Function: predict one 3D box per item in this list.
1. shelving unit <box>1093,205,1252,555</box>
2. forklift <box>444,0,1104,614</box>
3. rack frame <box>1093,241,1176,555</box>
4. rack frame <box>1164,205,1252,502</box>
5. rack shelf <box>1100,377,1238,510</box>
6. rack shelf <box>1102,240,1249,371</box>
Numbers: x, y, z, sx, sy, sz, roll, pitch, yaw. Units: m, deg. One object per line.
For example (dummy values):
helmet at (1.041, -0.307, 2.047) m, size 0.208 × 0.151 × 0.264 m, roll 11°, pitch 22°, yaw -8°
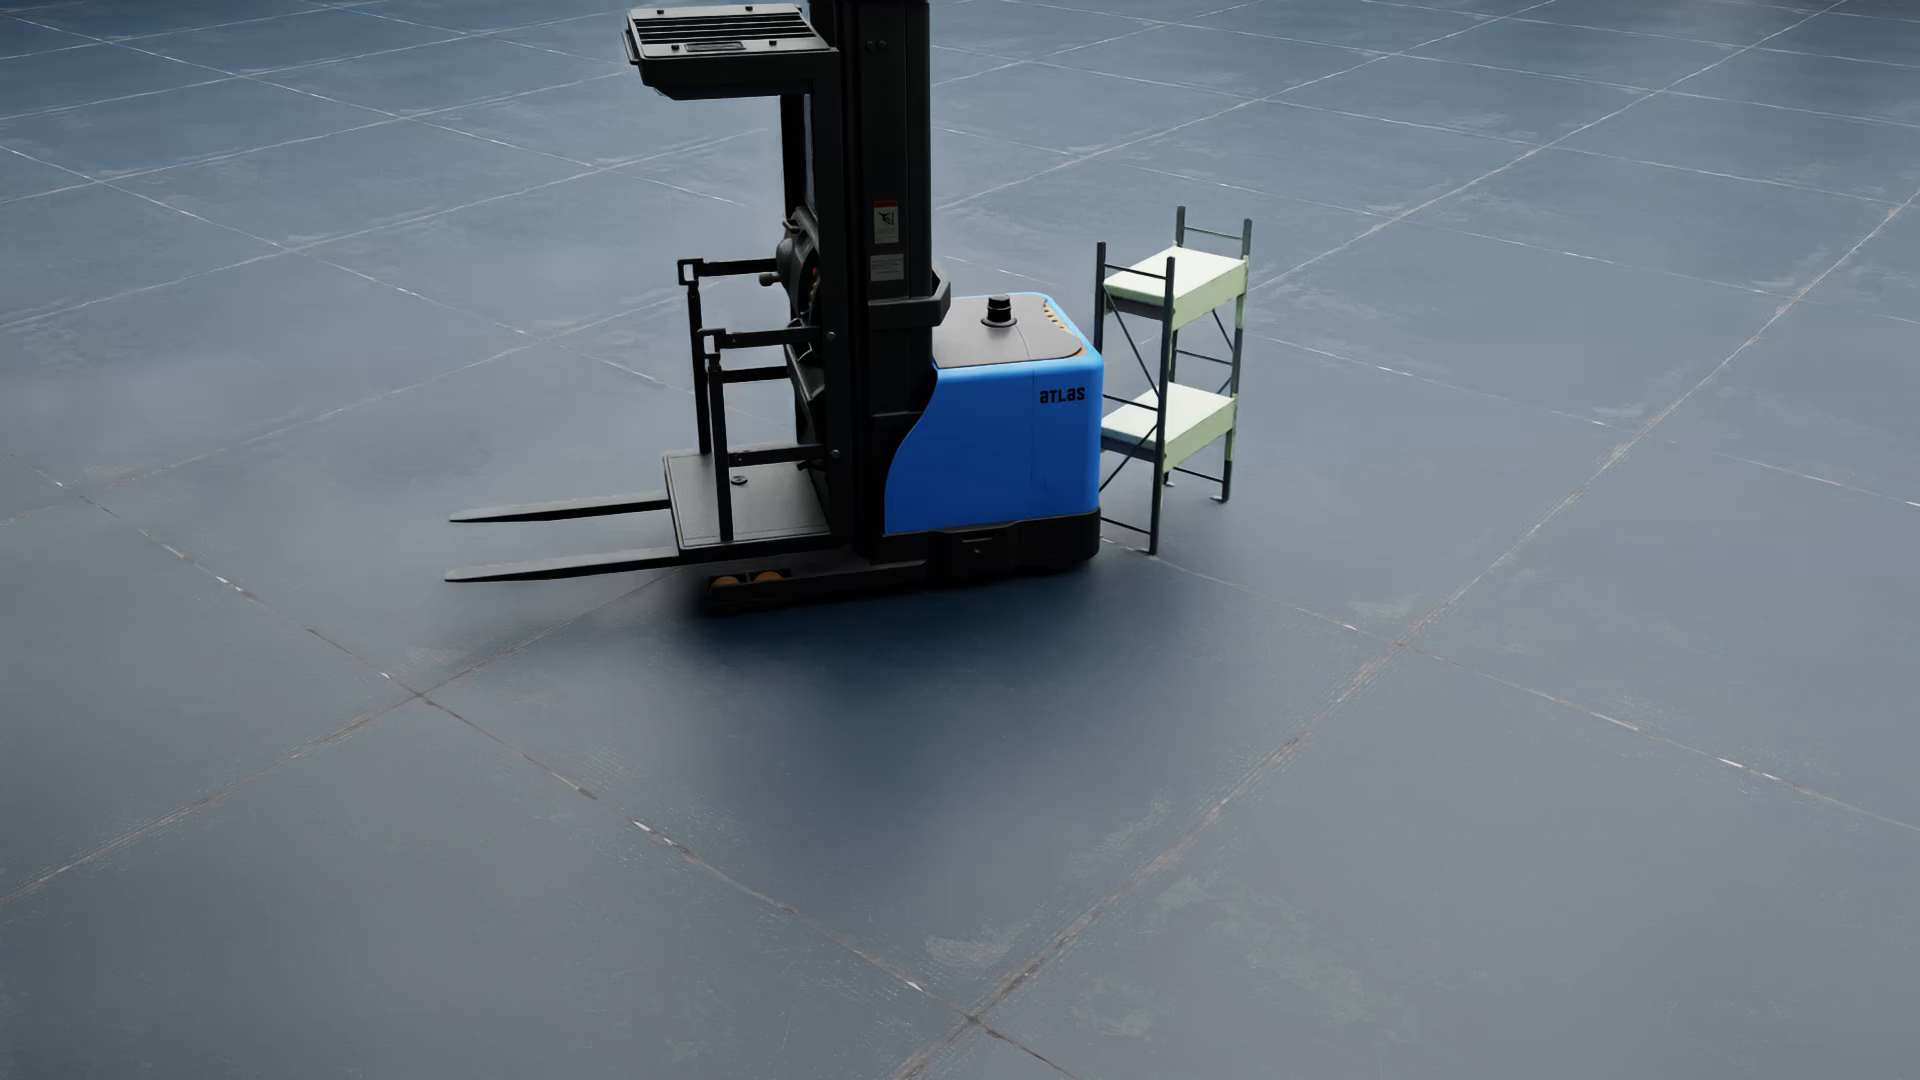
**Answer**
shelving unit at (1.014, -0.785, 8.135) m, size 0.431 × 1.500 × 0.755 m, roll 19°, pitch 33°, yaw 32°
forklift at (-0.903, -1.233, 7.444) m, size 3.031 × 2.935 × 1.130 m, roll -6°, pitch 28°, yaw -12°
rack frame at (0.797, -0.650, 7.873) m, size 0.400 × 1.500 × 0.023 m, roll 19°, pitch 33°, yaw 32°
rack frame at (1.232, -0.920, 8.396) m, size 0.400 × 1.500 × 0.023 m, roll 19°, pitch 33°, yaw 32°
rack shelf at (1.014, -0.495, 8.284) m, size 0.431 × 0.370 × 0.720 m, roll 19°, pitch 33°, yaw 32°
rack shelf at (1.014, -1.131, 7.955) m, size 0.431 × 0.370 × 0.720 m, roll 19°, pitch 33°, yaw 32°
